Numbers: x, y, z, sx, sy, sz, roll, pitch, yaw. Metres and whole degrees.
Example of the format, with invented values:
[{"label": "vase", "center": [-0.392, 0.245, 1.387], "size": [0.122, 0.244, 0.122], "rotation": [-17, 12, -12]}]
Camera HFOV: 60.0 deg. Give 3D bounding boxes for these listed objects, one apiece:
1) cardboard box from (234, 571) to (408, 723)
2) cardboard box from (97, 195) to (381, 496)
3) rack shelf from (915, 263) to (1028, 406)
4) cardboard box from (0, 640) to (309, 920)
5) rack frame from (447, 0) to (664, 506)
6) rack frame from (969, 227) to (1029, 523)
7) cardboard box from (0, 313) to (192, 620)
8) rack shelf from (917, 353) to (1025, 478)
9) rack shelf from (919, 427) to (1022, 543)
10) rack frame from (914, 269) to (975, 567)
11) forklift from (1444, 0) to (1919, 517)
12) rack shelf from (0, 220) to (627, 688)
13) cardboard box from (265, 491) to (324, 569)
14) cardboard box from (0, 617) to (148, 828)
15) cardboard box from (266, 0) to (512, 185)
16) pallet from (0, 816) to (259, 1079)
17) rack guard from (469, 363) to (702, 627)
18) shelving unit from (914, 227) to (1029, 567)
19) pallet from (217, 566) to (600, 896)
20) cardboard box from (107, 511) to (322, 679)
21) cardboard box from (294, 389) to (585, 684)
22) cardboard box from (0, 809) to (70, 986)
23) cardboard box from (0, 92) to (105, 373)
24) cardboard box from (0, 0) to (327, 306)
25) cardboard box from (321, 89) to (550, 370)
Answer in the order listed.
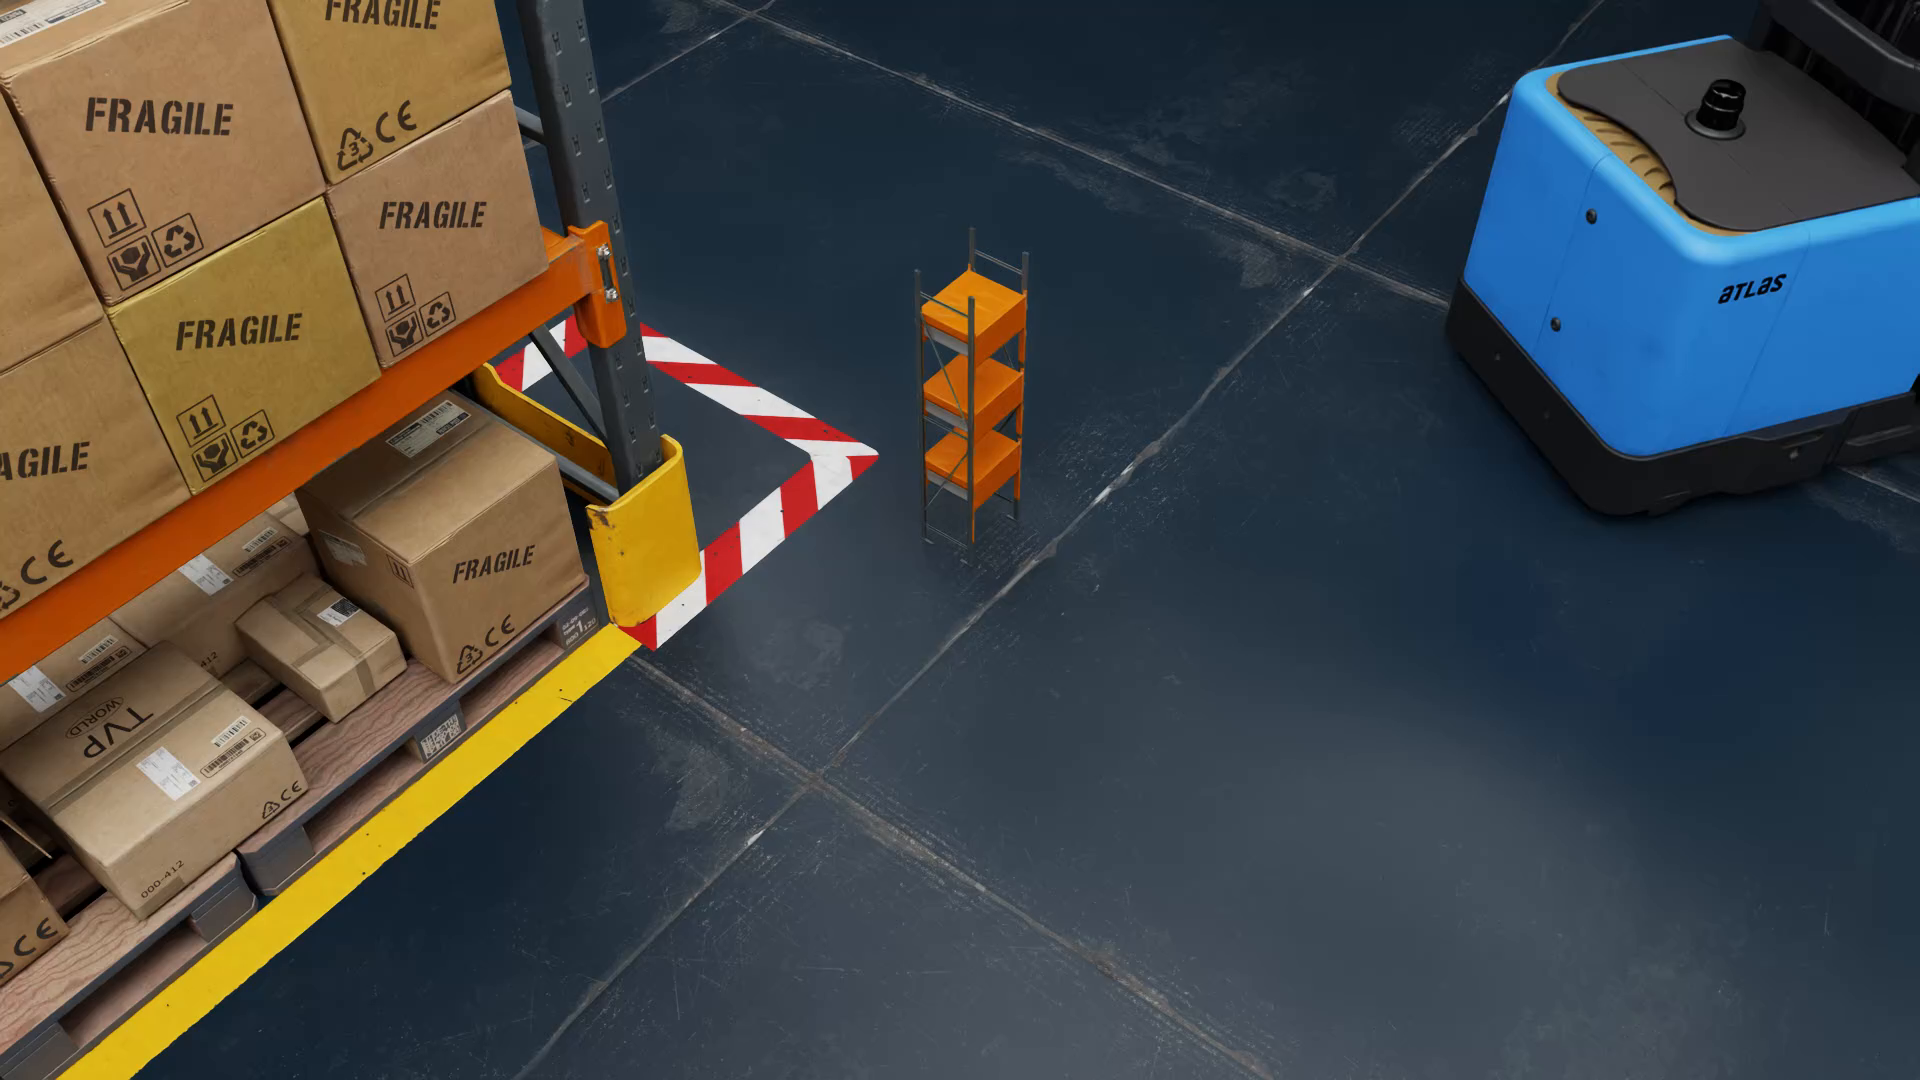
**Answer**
[{"label": "cardboard box", "center": [-1.753, 0.284, 4.559], "size": [0.380, 0.166, 0.250], "rotation": [29, 53, 25]}, {"label": "cardboard box", "center": [-1.669, -0.514, 3.597], "size": [0.500, 0.500, 0.500], "rotation": [30, 53, 25]}, {"label": "rack shelf", "center": [0.033, -0.582, 4.702], "size": [0.215, 0.259, 0.240], "rotation": [29, 53, 25]}, {"label": "cardboard box", "center": [-2.038, 0.594, 4.206], "size": [0.500, 0.250, 0.500], "rotation": [29, 53, 25]}, {"label": "rack frame", "center": [-1.296, -1.154, 4.278], "size": [1.000, 3.000, 0.127], "rotation": [29, 53, 25]}, {"label": "rack frame", "center": [0.107, -0.463, 4.966], "size": [0.200, 1.050, 0.008], "rotation": [29, 53, 25]}, {"label": "cardboard box", "center": [-1.979, -0.231, 3.327], "size": [0.500, 0.500, 0.500], "rotation": [30, 53, 25]}, {"label": "rack shelf", "center": [0.033, -0.386, 4.907], "size": [0.215, 0.259, 0.240], "rotation": [29, 53, 25]}, {"label": "rack shelf", "center": [0.033, -0.194, 5.108], "size": [0.215, 0.259, 0.240], "rotation": [29, 53, 25]}, {"label": "rack frame", "center": [-0.042, -0.323, 4.833], "size": [0.200, 1.050, 0.008], "rotation": [29, 53, 25]}, {"label": "forklift", "center": [3.279, -1.720, 4.866], "size": [3.031, 2.935, 1.130], "rotation": [-13, 48, -12]}, {"label": "rack shelf", "center": [-2.519, 0.239, 3.445], "size": [1.077, 0.370, 4.000], "rotation": [29, 53, 25]}, {"label": "cardboard box", "center": [-1.977, -0.097, 4.923], "size": [0.380, 0.166, 0.250], "rotation": [29, 53, 25]}, {"label": "cardboard box", "center": [-2.465, 0.401, 4.389], "size": [0.500, 0.250, 0.500], "rotation": [29, 53, 25]}, {"label": "cardboard box", "center": [-1.351, -1.158, 3.521], "size": [0.500, 0.500, 0.500], "rotation": [29, 53, 25]}, {"label": "pallet", "center": [-2.576, 1.004, 4.145], "size": [1.003, 0.211, 1.213], "rotation": [29, 53, 25]}, {"label": "rack guard", "center": [-1.343, -0.247, 5.141], "size": [1.175, 0.500, 0.348], "rotation": [29, 53, 25]}, {"label": "shelving unit", "center": [0.033, -0.393, 4.900], "size": [0.215, 1.050, 0.252], "rotation": [29, 53, 25]}, {"label": "pallet", "center": [-1.830, 0.309, 4.809], "size": [1.003, 0.211, 1.213], "rotation": [29, 53, 25]}, {"label": "cardboard box", "center": [-2.159, 0.115, 4.663], "size": [0.500, 0.250, 0.500], "rotation": [29, 53, 25]}, {"label": "cardboard box", "center": [-1.434, -0.023, 4.622], "size": [0.500, 0.500, 0.500], "rotation": [29, 53, 25]}, {"label": "cardboard box", "center": [-2.597, 0.768, 3.865], "size": [0.797, 0.503, 0.637], "rotation": [29, 53, 25]}, {"label": "cardboard box", "center": [-1.972, -0.570, 2.959], "size": [0.500, 0.500, 0.500], "rotation": [31, 54, 26]}, {"label": "cardboard box", "center": [-1.659, -0.869, 3.245], "size": [0.500, 0.500, 0.500], "rotation": [31, 54, 26]}, {"label": "cardboard box", "center": [-1.355, -0.812, 3.882], "size": [0.500, 0.500, 0.500], "rotation": [31, 54, 26]}]
